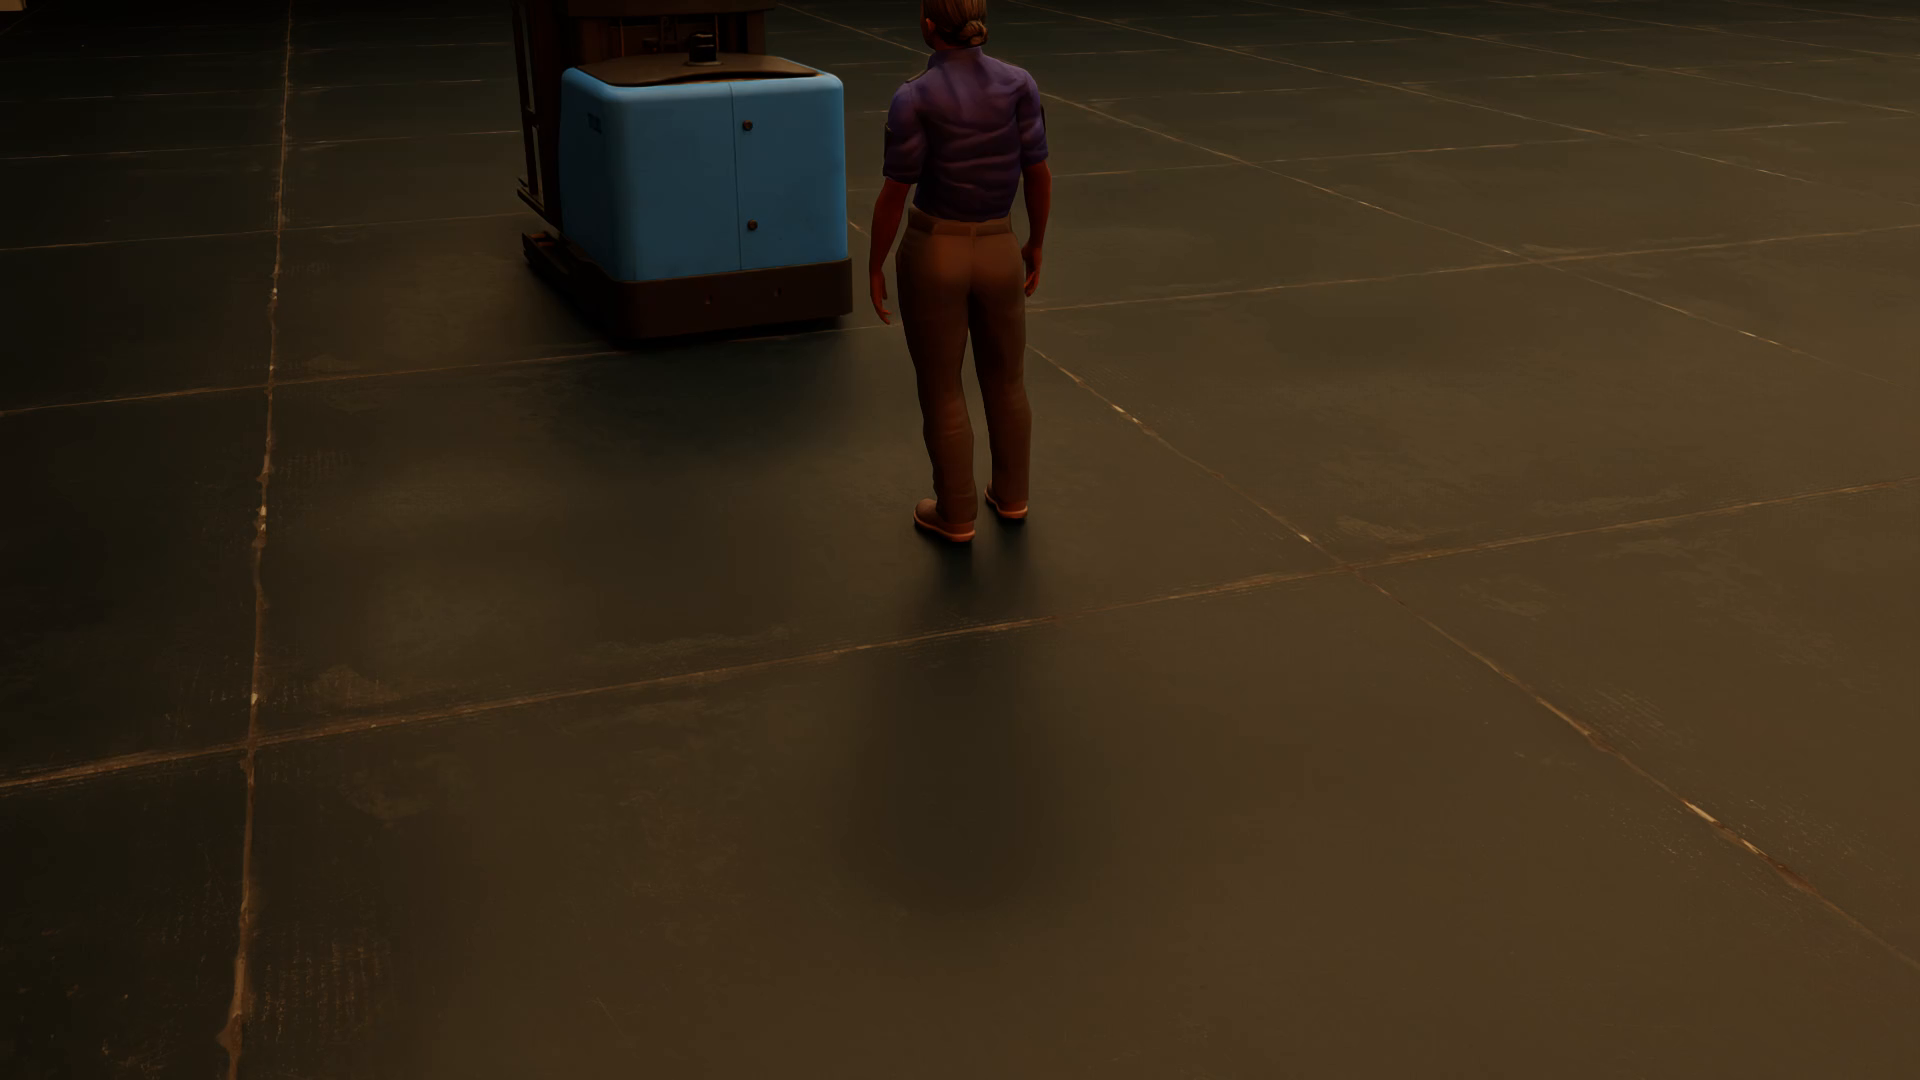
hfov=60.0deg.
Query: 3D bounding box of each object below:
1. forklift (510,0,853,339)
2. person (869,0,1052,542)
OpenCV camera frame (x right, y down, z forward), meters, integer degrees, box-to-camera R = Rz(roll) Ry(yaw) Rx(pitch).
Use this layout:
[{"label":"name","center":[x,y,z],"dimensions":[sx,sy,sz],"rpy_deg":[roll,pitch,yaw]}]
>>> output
[{"label":"forklift","center":[-1.544,-2.717,7.760],"dimensions":[1.130,2.935,3.031],"rpy_deg":[-10,25,-23]},{"label":"person","center":[-0.011,-0.804,4.838],"dimensions":[0.569,1.654,0.504],"rpy_deg":[-8,24,-18]}]
